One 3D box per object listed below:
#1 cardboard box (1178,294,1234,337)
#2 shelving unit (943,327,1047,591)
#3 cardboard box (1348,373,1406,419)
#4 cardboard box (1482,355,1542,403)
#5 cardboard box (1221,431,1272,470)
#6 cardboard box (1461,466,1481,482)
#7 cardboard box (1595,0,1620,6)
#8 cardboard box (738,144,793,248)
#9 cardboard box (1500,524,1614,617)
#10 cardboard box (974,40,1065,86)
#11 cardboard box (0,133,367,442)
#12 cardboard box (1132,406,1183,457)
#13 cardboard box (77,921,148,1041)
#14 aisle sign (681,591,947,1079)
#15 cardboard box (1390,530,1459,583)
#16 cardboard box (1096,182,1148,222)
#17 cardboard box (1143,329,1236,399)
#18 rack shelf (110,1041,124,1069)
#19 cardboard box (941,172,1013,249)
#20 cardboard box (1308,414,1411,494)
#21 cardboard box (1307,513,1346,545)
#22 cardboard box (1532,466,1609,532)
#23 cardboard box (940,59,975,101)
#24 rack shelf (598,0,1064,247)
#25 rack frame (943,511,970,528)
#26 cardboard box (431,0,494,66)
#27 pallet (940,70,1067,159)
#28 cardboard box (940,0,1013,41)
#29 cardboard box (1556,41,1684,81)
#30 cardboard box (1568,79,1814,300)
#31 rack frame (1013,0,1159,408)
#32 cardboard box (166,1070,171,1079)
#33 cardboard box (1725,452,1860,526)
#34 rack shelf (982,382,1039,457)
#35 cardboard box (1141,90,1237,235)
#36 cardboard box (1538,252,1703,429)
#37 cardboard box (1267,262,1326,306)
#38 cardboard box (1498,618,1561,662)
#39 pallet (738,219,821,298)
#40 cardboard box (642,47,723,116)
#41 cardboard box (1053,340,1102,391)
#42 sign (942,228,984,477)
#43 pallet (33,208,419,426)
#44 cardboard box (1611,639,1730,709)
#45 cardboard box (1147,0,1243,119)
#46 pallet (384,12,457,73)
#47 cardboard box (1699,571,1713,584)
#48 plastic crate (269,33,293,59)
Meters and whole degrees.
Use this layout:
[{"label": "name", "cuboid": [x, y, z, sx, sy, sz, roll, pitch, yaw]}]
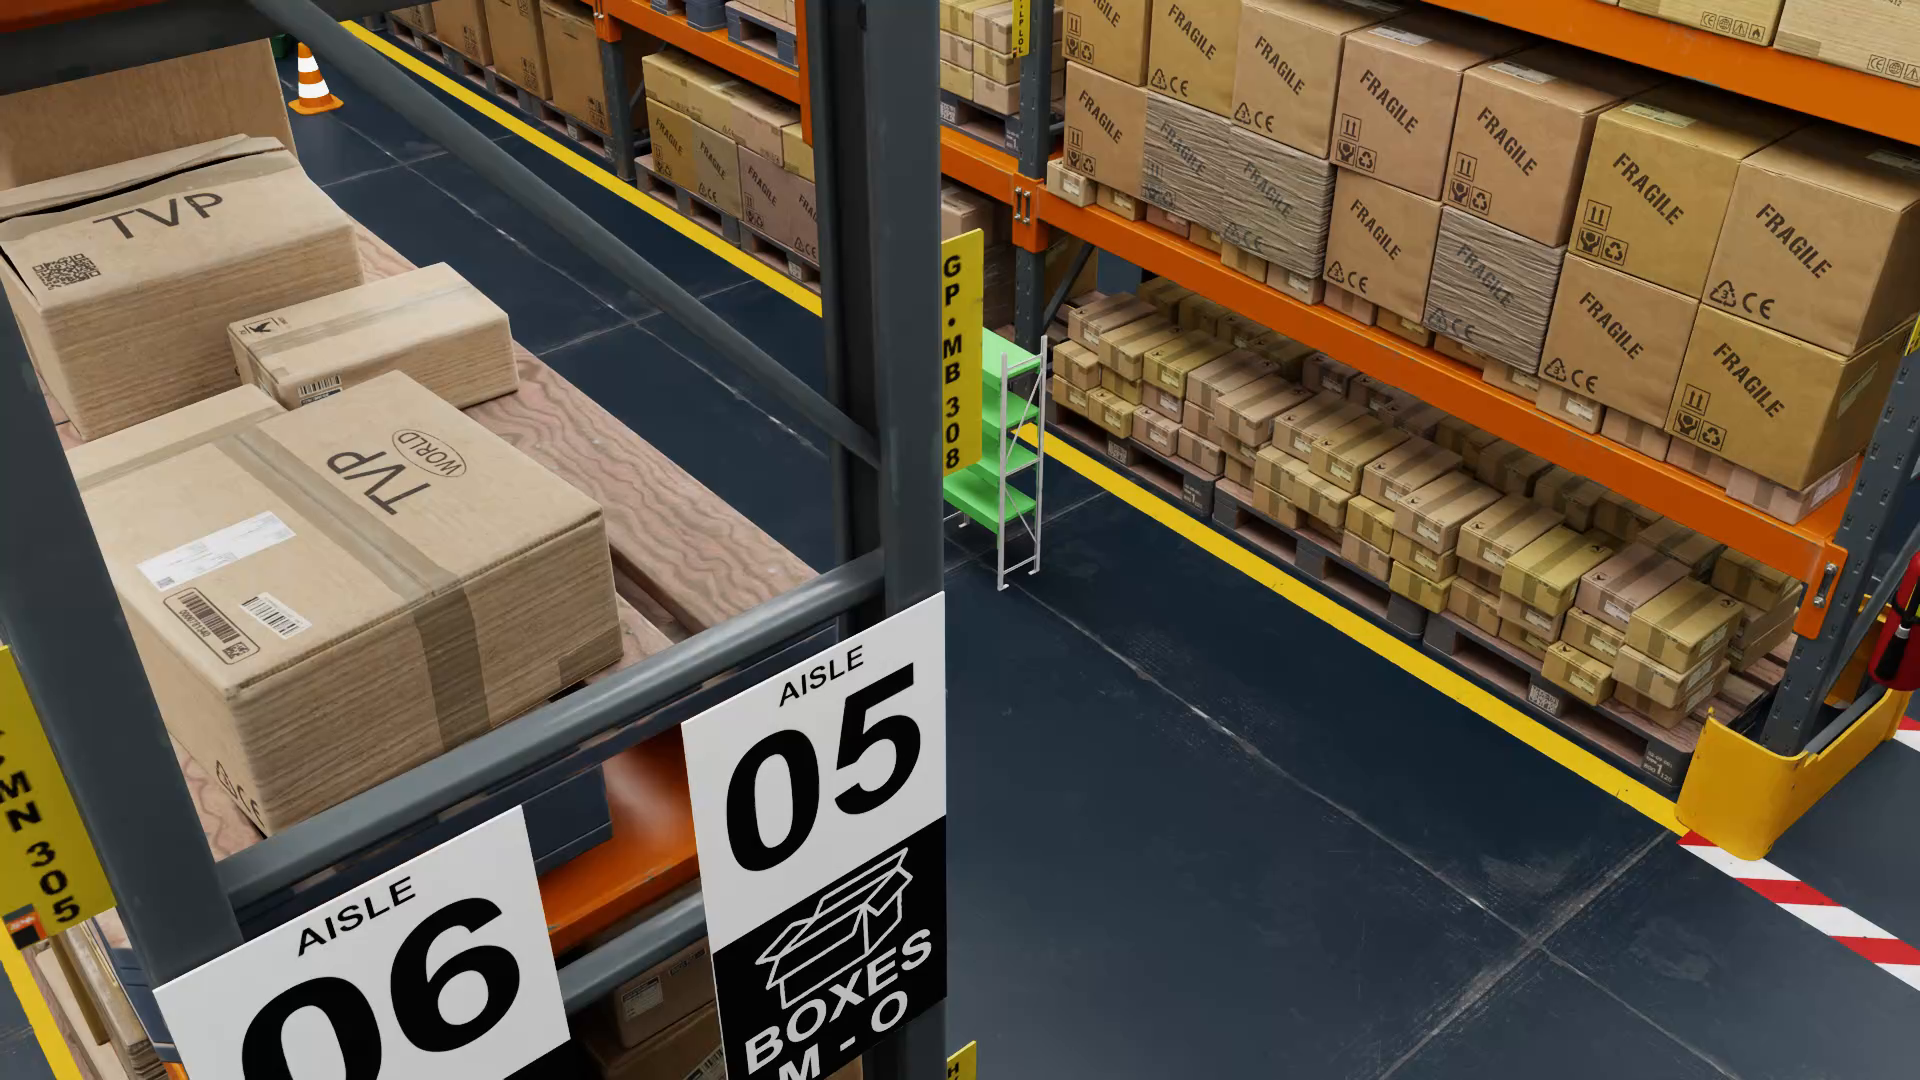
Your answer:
[{"label": "cardboard box", "cuboid": [1.319, -1.151, 8.369, 0.380, 0.149, 0.250, -25, 43, -31]}, {"label": "shelving unit", "cuboid": [0.107, -0.417, 7.300, 0.258, 1.200, 0.503, -26, 43, -32]}, {"label": "cardboard box", "cuboid": [2.022, -0.701, 7.733, 0.380, 0.149, 0.250, -28, 44, -33]}, {"label": "cardboard box", "cuboid": [2.215, -0.689, 6.345, 0.380, 0.149, 0.250, -28, 44, -34]}, {"label": "cardboard box", "cuboid": [1.433, -0.486, 7.687, 0.380, 0.149, 0.250, -24, 42, -30]}, {"label": "cardboard box", "cuboid": [2.243, -0.306, 7.433, 0.380, 0.149, 0.250, -24, 42, -30]}, {"label": "cardboard box", "cuboid": [2.137, -2.004, 5.519, 0.500, 0.250, 0.500, -24, 42, -30]}, {"label": "cardboard box", "cuboid": [-0.962, -2.123, 9.952, 0.500, 0.500, 0.500, -27, 43, -33]}, {"label": "cardboard box", "cuboid": [2.359, 0.118, 6.577, 0.380, 0.149, 0.250, -27, 43, -33]}, {"label": "cardboard box", "cuboid": [0.288, -2.351, 8.071, 0.380, 0.149, 0.250, -25, 42, -30]}, {"label": "cardboard box", "cuboid": [-1.367, -0.481, 2.866, 0.500, 0.311, 0.500, -25, 42, -31]}, {"label": "cardboard box", "cuboid": [1.057, -0.578, 8.074, 0.380, 0.149, 0.250, -26, 43, -32]}, {"label": "cardboard box", "cuboid": [-1.237, 0.615, 2.773, 0.380, 0.149, 0.250, -26, 43, -32]}, {"label": "aisle sign", "cuboid": [-0.171, 0.461, 2.255, 0.394, 0.787, 0.004, -26, 43, -32]}, {"label": "cardboard box", "cuboid": [2.037, -0.001, 7.002, 0.380, 0.149, 0.250, -25, 42, -31]}, {"label": "cardboard box", "cuboid": [0.852, -1.623, 7.663, 0.380, 0.149, 0.250, -25, 42, -31]}, {"label": "cardboard box", "cuboid": [1.093, -0.843, 7.934, 0.380, 0.149, 0.250, -27, 43, -32]}, {"label": "rack shelf", "cuboid": [-1.730, 1.009, 4.353, 1.077, 0.370, 4.000, -26, 43, -32]}, {"label": "cardboard box", "cuboid": [0.022, -1.751, 8.777, 0.500, 0.250, 0.500, -27, 44, -33]}, {"label": "cardboard box", "cuboid": [1.749, -0.381, 7.281, 0.380, 0.149, 0.250, -26, 43, -32]}, {"label": "cardboard box", "cuboid": [1.781, -0.141, 7.457, 0.380, 0.149, 0.250, -25, 42, -31]}, {"label": "cardboard box", "cuboid": [2.640, -0.216, 7.048, 0.380, 0.149, 0.250, -28, 44, -34]}, {"label": "cardboard box", "cuboid": [0.120, -2.344, 8.318, 0.380, 0.149, 0.250, -26, 43, -32]}, {"label": "rack shelf", "cuboid": [-0.595, -2.648, 9.516, 1.077, 0.370, 4.000, -26, 43, -32]}, {"label": "rack frame", "cuboid": [-0.051, -0.524, 7.452, 0.240, 1.200, 0.015, -26, 43, -32]}, {"label": "cardboard box", "cuboid": [-3.378, -4.176, 12.635, 1.050, 0.750, 0.750, -26, 43, -32]}, {"label": "pallet", "cuboid": [0.313, -2.372, 8.670, 1.003, 0.211, 1.213, -26, 43, -32]}, {"label": "cardboard box", "cuboid": [0.113, -2.593, 8.155, 0.380, 0.149, 0.250, -27, 44, -33]}, {"label": "cardboard box", "cuboid": [2.541, -1.619, 6.231, 0.500, 0.500, 0.500, -27, 43, -33]}, {"label": "cardboard box", "cuboid": [2.465, -1.196, 5.634, 0.500, 0.500, 0.500, -28, 44, -33]}, {"label": "rack frame", "cuboid": [0.696, -2.059, 8.062, 1.000, 3.000, 0.127, -26, 43, -32]}, {"label": "cardboard box", "cuboid": [-0.932, 1.025, 2.755, 0.500, 0.500, 0.500, -25, 42, -30]}, {"label": "cardboard box", "cuboid": [2.850, -0.229, 5.695, 0.380, 0.149, 0.250, -26, 43, -32]}, {"label": "rack shelf", "cuboid": [0.107, -0.560, 7.198, 0.258, 0.148, 0.480, -26, 43, -32]}, {"label": "cardboard box", "cuboid": [1.147, -1.692, 7.201, 0.500, 0.500, 0.500, -26, 43, -32]}, {"label": "cardboard box", "cuboid": [2.462, -0.787, 5.921, 0.500, 0.500, 0.500, -27, 43, -32]}, {"label": "cardboard box", "cuboid": [1.515, -1.146, 6.990, 0.380, 0.149, 0.250, -24, 42, -30]}, {"label": "cardboard box", "cuboid": [2.430, 0.320, 6.806, 0.380, 0.149, 0.250, -26, 43, -32]}, {"label": "pallet", "cuboid": [-0.600, -1.803, 10.113, 1.003, 0.211, 1.213, -26, 43, -32]}, {"label": "cardboard box", "cuboid": [-1.626, -2.887, 10.382, 0.500, 0.250, 0.500, -28, 44, -34]}, {"label": "cardboard box", "cuboid": [0.685, -0.909, 8.284, 0.380, 0.149, 0.250, -24, 42, -30]}, {"label": "sign", "cuboid": [-0.012, -0.219, 2.044, 0.100, 0.325, 0.005, -26, 43, -32]}, {"label": "pallet", "cuboid": [-1.718, -0.452, 3.275, 1.003, 0.211, 1.213, -26, 43, -32]}, {"label": "cardboard box", "cuboid": [2.718, 0.451, 6.363, 0.380, 0.149, 0.250, -27, 44, -33]}, {"label": "cardboard box", "cuboid": [1.147, -2.116, 6.933, 0.500, 0.500, 0.500, -27, 44, -33]}, {"label": "pallet", "cuboid": [-3.912, -4.140, 13.413, 1.003, 0.211, 1.213, -26, 43, -32]}, {"label": "cardboard box", "cuboid": [3.001, 0.109, 6.847, 0.380, 0.149, 0.250, -26, 43, -32]}, {"label": "plastic crate", "cuboid": [-5.580, -4.055, 13.263, 0.450, 0.188, 0.662, 2, 34, -14]}]
